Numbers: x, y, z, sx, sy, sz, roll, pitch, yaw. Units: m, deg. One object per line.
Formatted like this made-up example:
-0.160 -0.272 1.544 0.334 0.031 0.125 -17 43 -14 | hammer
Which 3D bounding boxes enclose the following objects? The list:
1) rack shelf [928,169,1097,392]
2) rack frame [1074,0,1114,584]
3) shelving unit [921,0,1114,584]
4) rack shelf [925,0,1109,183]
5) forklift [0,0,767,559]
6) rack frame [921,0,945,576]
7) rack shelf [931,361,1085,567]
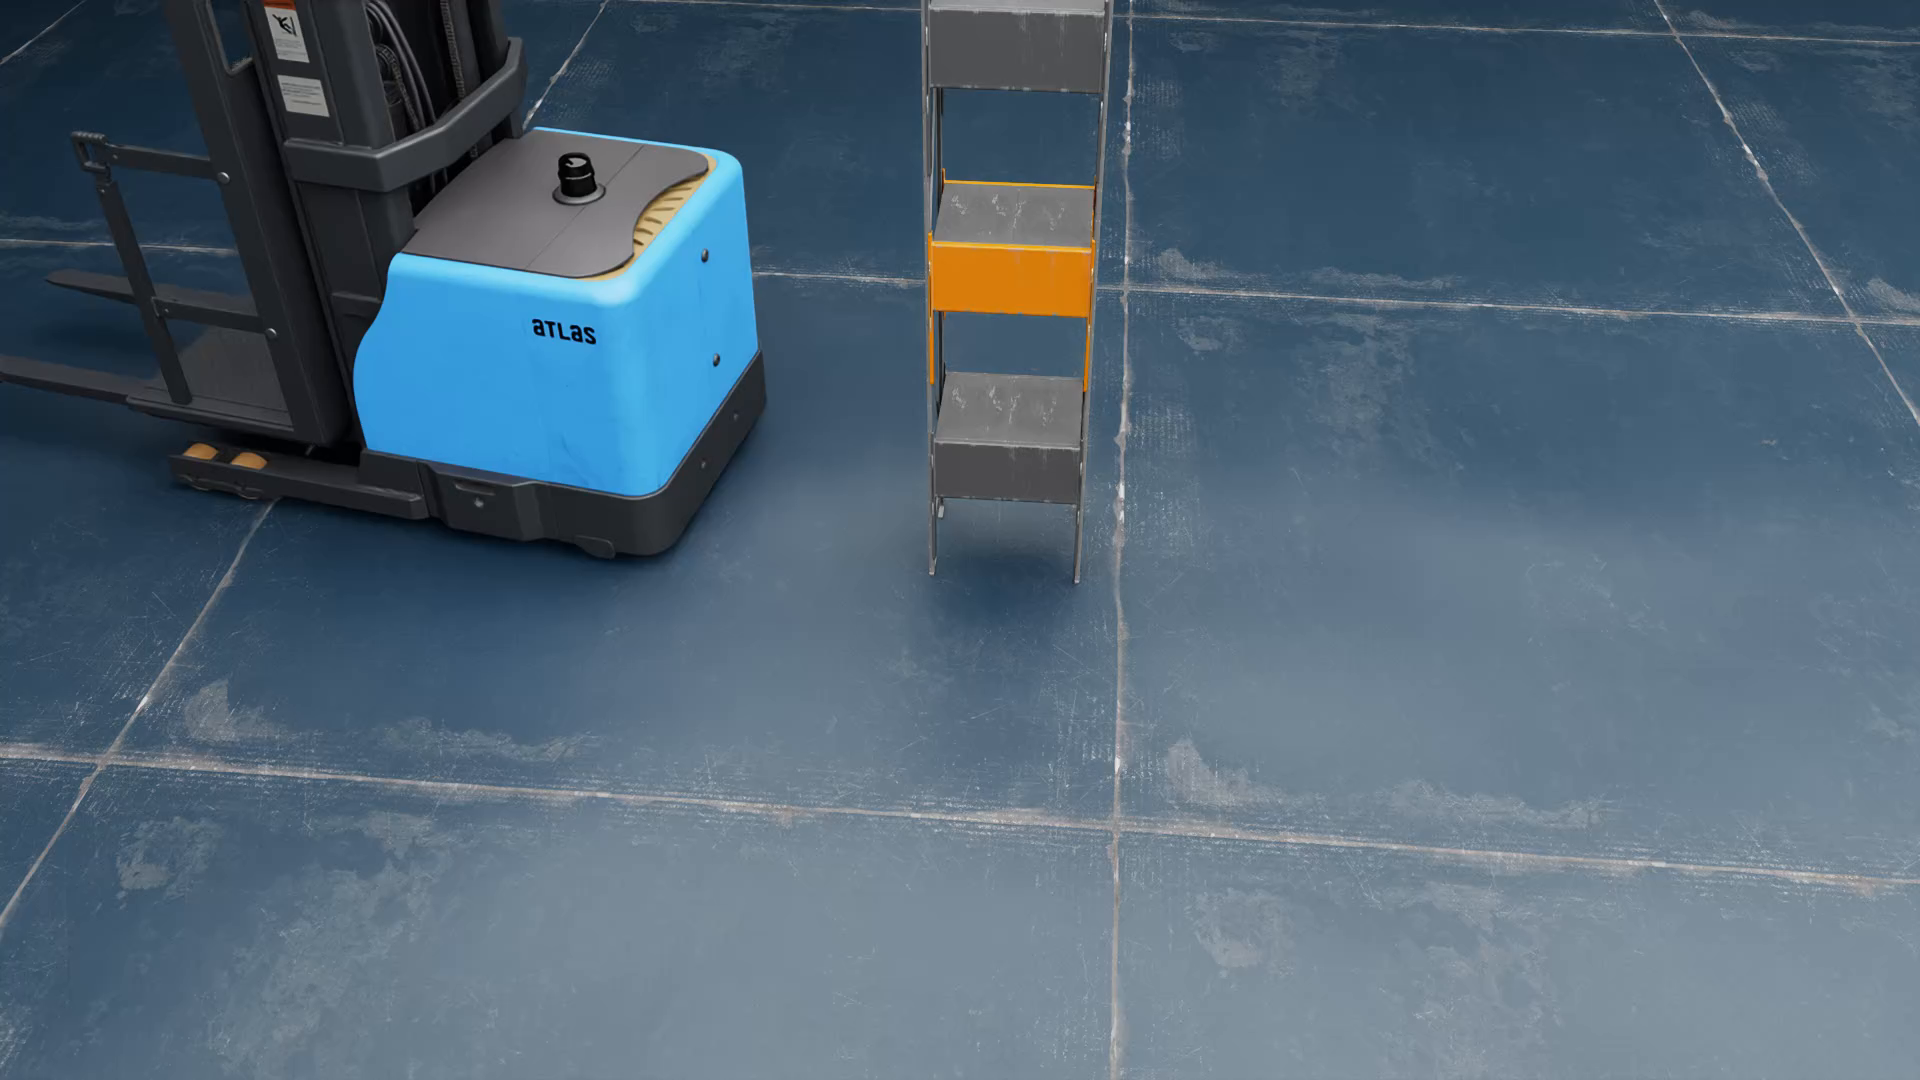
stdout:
0.165 -0.795 5.085 0.480 0.518 0.431 3 39 4 | rack shelf
0.408 -0.792 5.060 0.015 2.100 0.400 3 39 4 | rack frame
0.165 -0.805 5.076 0.503 2.100 0.431 3 39 4 | shelving unit
0.165 -1.338 4.643 0.480 0.518 0.431 3 39 4 | rack shelf
-2.305 -1.591 5.382 3.031 2.935 1.130 10 40 12 | forklift
-0.078 -0.819 5.092 0.015 2.100 0.400 3 39 4 | rack frame
0.165 -0.252 5.527 0.480 0.518 0.431 3 39 4 | rack shelf
